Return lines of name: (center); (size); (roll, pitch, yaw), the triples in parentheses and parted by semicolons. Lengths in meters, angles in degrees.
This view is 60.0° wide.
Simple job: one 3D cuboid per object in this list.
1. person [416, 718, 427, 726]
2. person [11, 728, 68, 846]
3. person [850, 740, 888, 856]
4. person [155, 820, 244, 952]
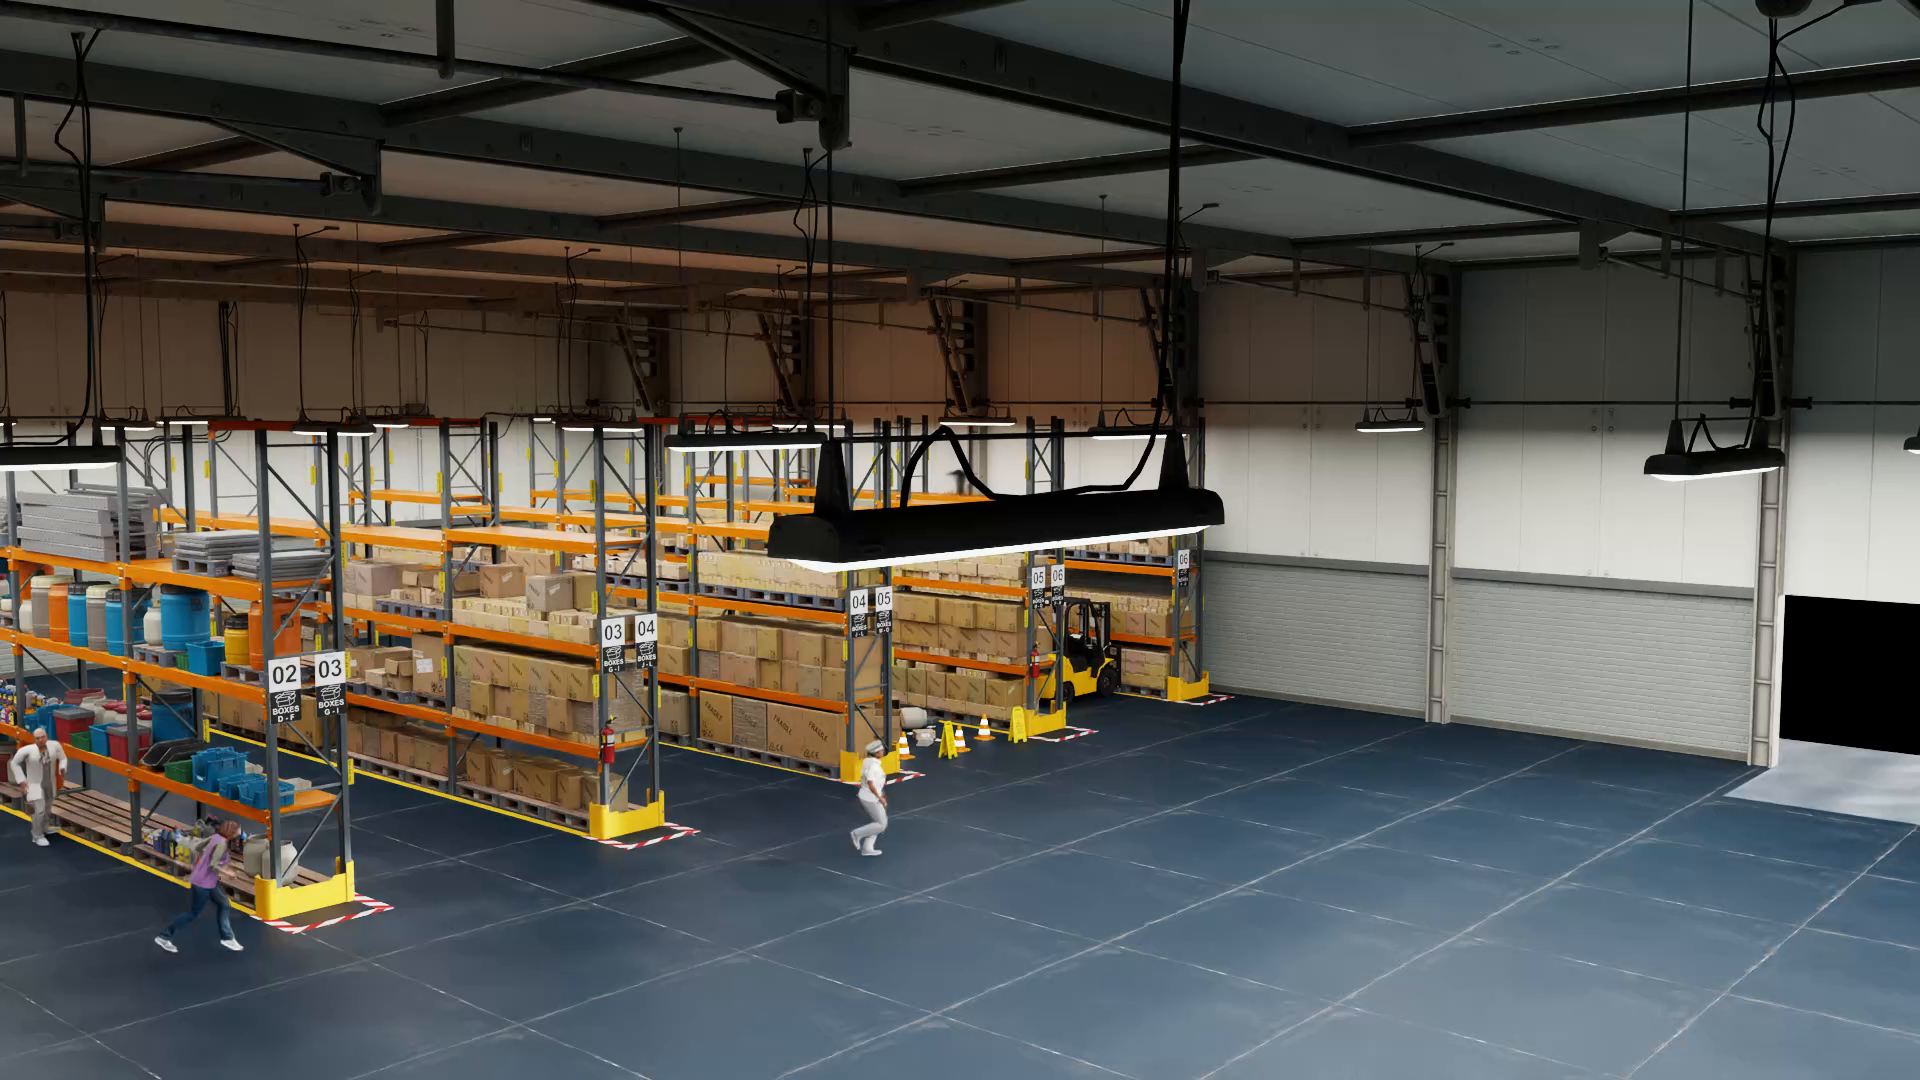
person: (-10.070, 2.922, 31.278); (0.694, 1.693, 0.613); (4, 6, 37)
person: (-13.168, 3.607, 23.897); (0.958, 1.507, 0.759); (3, 5, 28)
person: (-1.270, 3.602, 23.151); (0.574, 1.628, 0.563); (-1, 5, -17)
person: (-8.727, 4.009, 19.033); (0.920, 1.545, 0.577); (-3, 6, -32)
